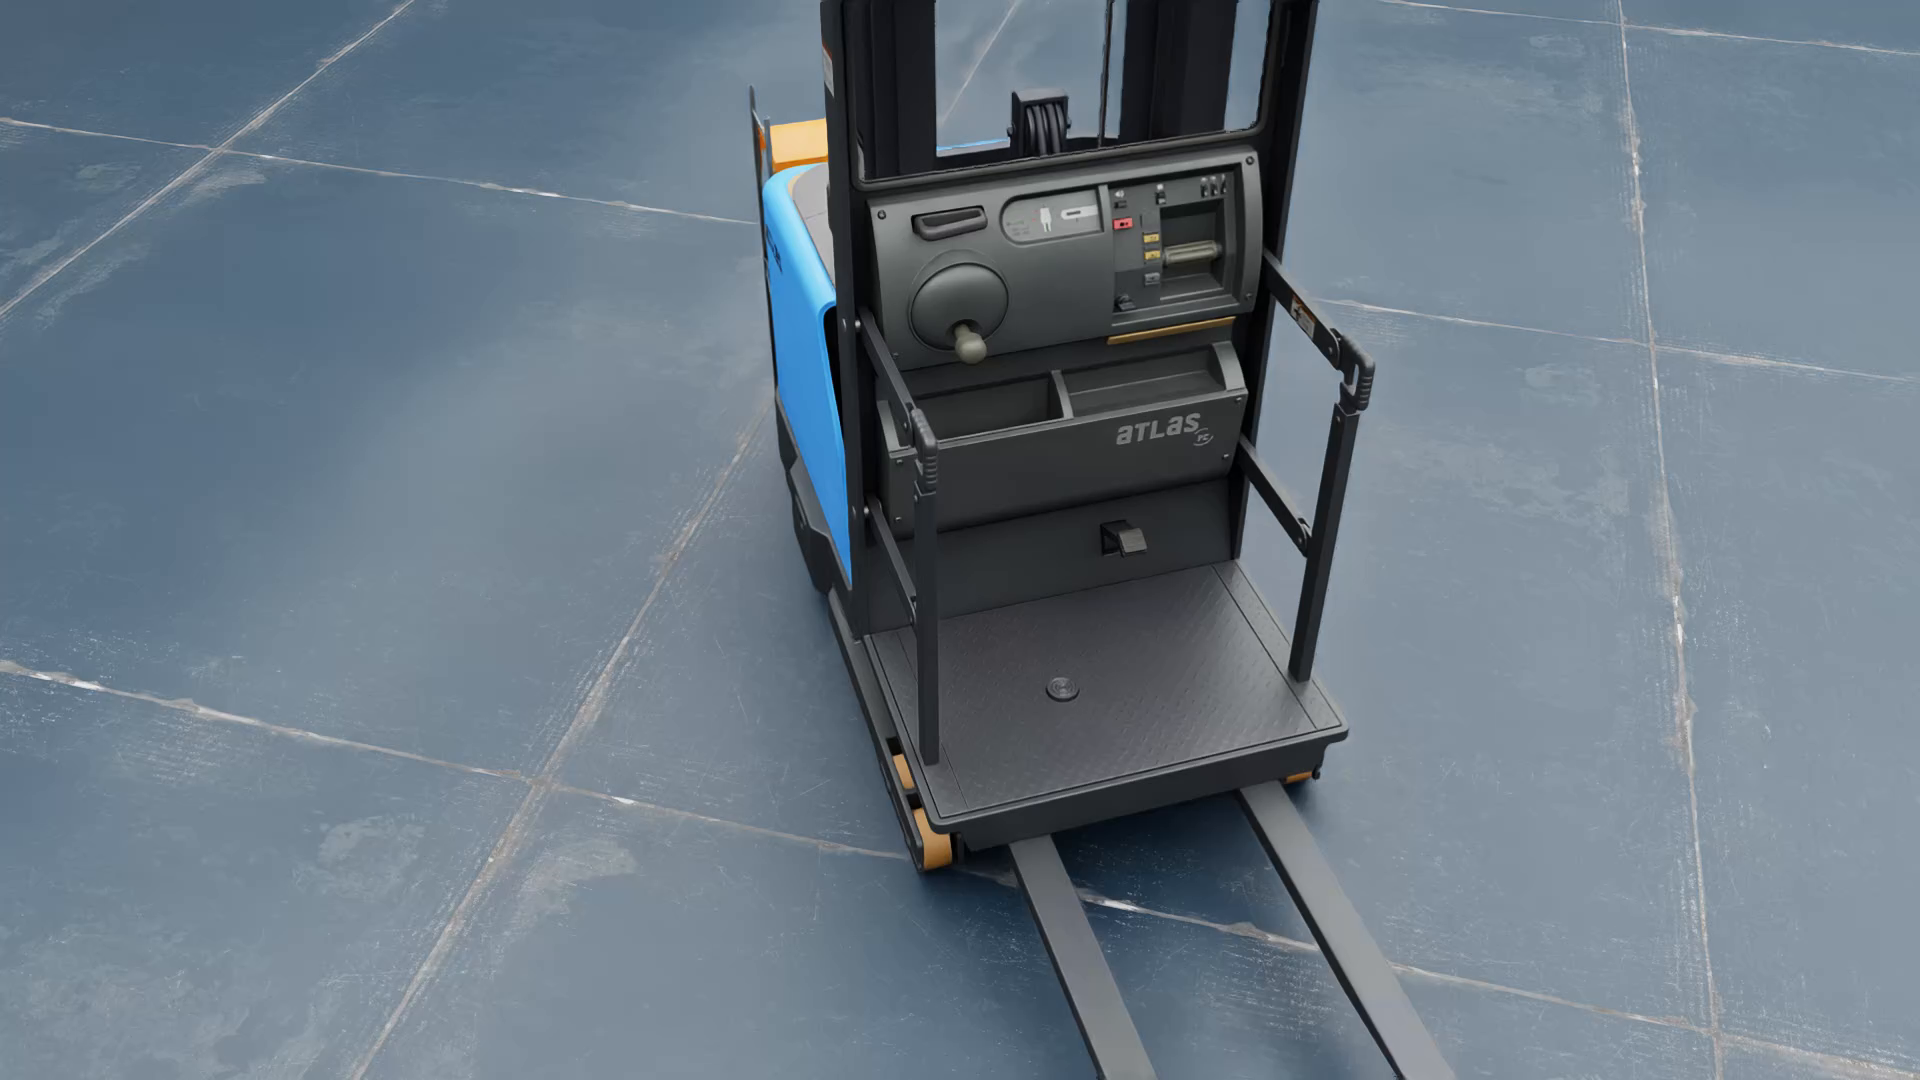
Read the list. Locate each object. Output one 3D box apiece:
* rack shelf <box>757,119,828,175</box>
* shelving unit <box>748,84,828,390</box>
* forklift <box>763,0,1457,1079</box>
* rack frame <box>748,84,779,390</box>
[{"bbox_3d":[-0.365,-1.190,5.123,0.480,0.148,0.258,-11,41,-13],"label":"rack shelf"},{"bbox_3d":[-0.365,-0.889,5.376,0.503,1.200,0.258,-11,41,-13],"label":"shelving unit"},{"bbox_3d":[0.320,-0.571,3.651,1.130,2.935,3.031,-11,41,-13],"label":"forklift"},{"bbox_3d":[-0.598,-0.843,5.320,0.015,1.200,0.240,-11,41,-13],"label":"rack frame"}]
